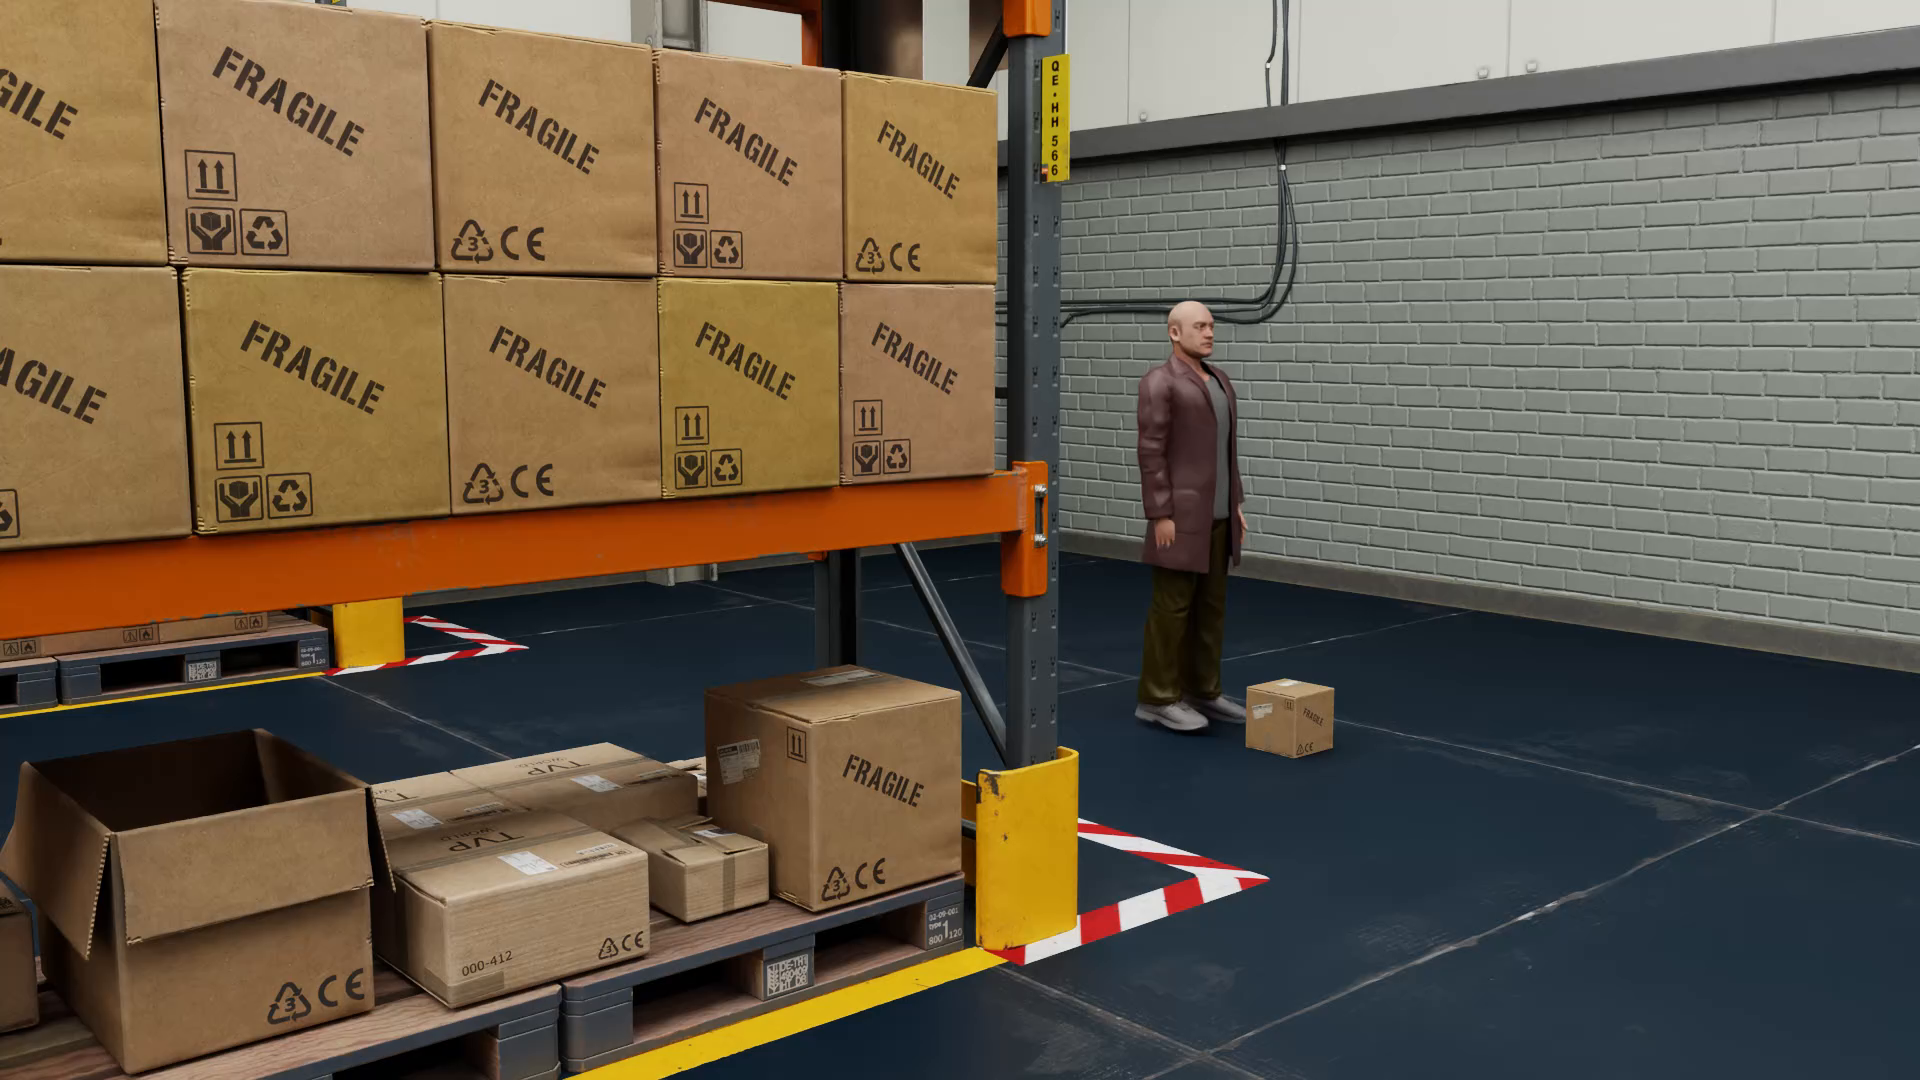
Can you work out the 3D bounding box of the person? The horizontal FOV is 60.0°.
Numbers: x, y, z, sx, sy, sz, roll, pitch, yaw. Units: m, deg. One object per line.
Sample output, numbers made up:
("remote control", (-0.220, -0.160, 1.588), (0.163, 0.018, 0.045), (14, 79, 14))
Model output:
("person", (0.995, -0.100, 7.025), (0.379, 1.802, 0.589), (7, 10, 43))
